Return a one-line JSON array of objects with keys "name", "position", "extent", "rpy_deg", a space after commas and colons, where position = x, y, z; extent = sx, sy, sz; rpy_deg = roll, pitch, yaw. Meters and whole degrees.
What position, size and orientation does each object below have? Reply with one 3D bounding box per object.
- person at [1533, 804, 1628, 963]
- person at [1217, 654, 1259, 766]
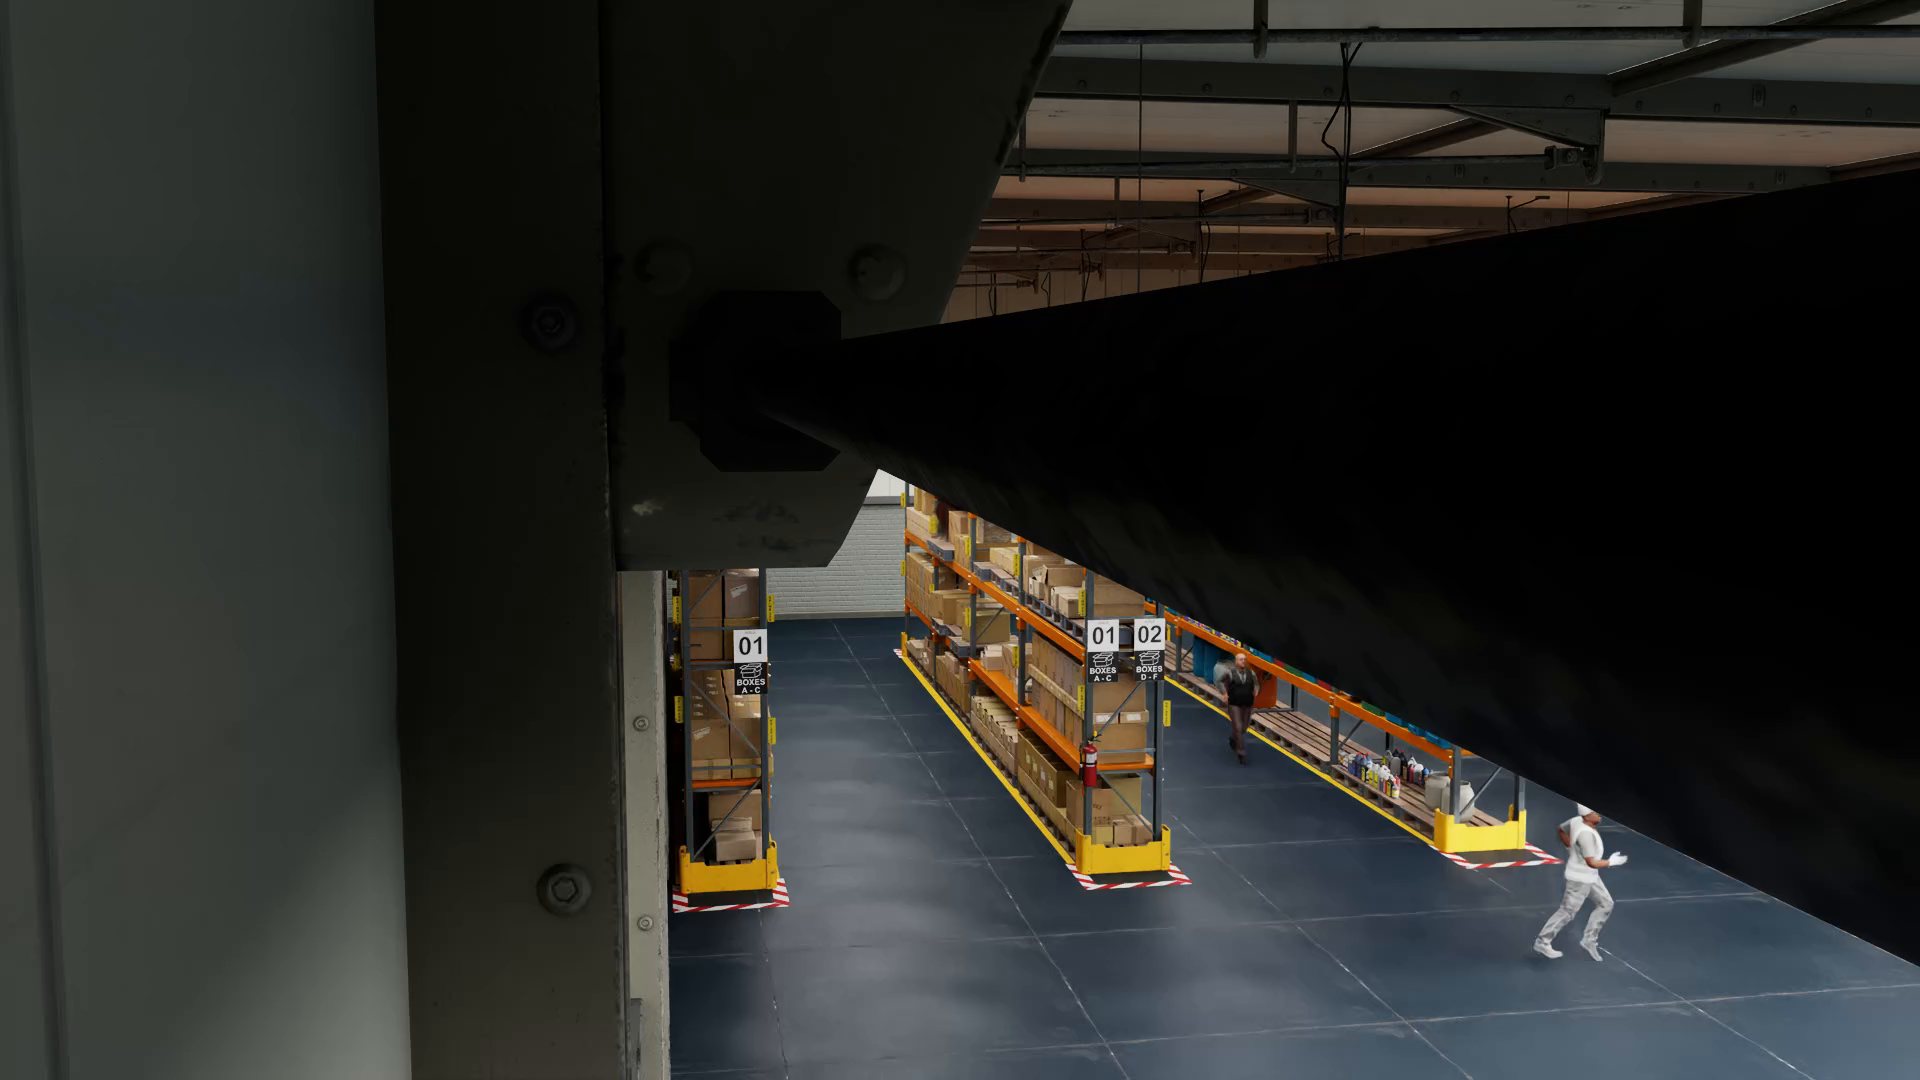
[{"name": "person", "position": [6.614, 3.614, 17.685], "extent": [0.881, 1.806, 0.694], "rpy_deg": [2, 6, 21]}, {"name": "person", "position": [4.513, 2.694, 26.842], "extent": [0.661, 1.720, 0.956], "rpy_deg": [-1, 6, -13]}]
